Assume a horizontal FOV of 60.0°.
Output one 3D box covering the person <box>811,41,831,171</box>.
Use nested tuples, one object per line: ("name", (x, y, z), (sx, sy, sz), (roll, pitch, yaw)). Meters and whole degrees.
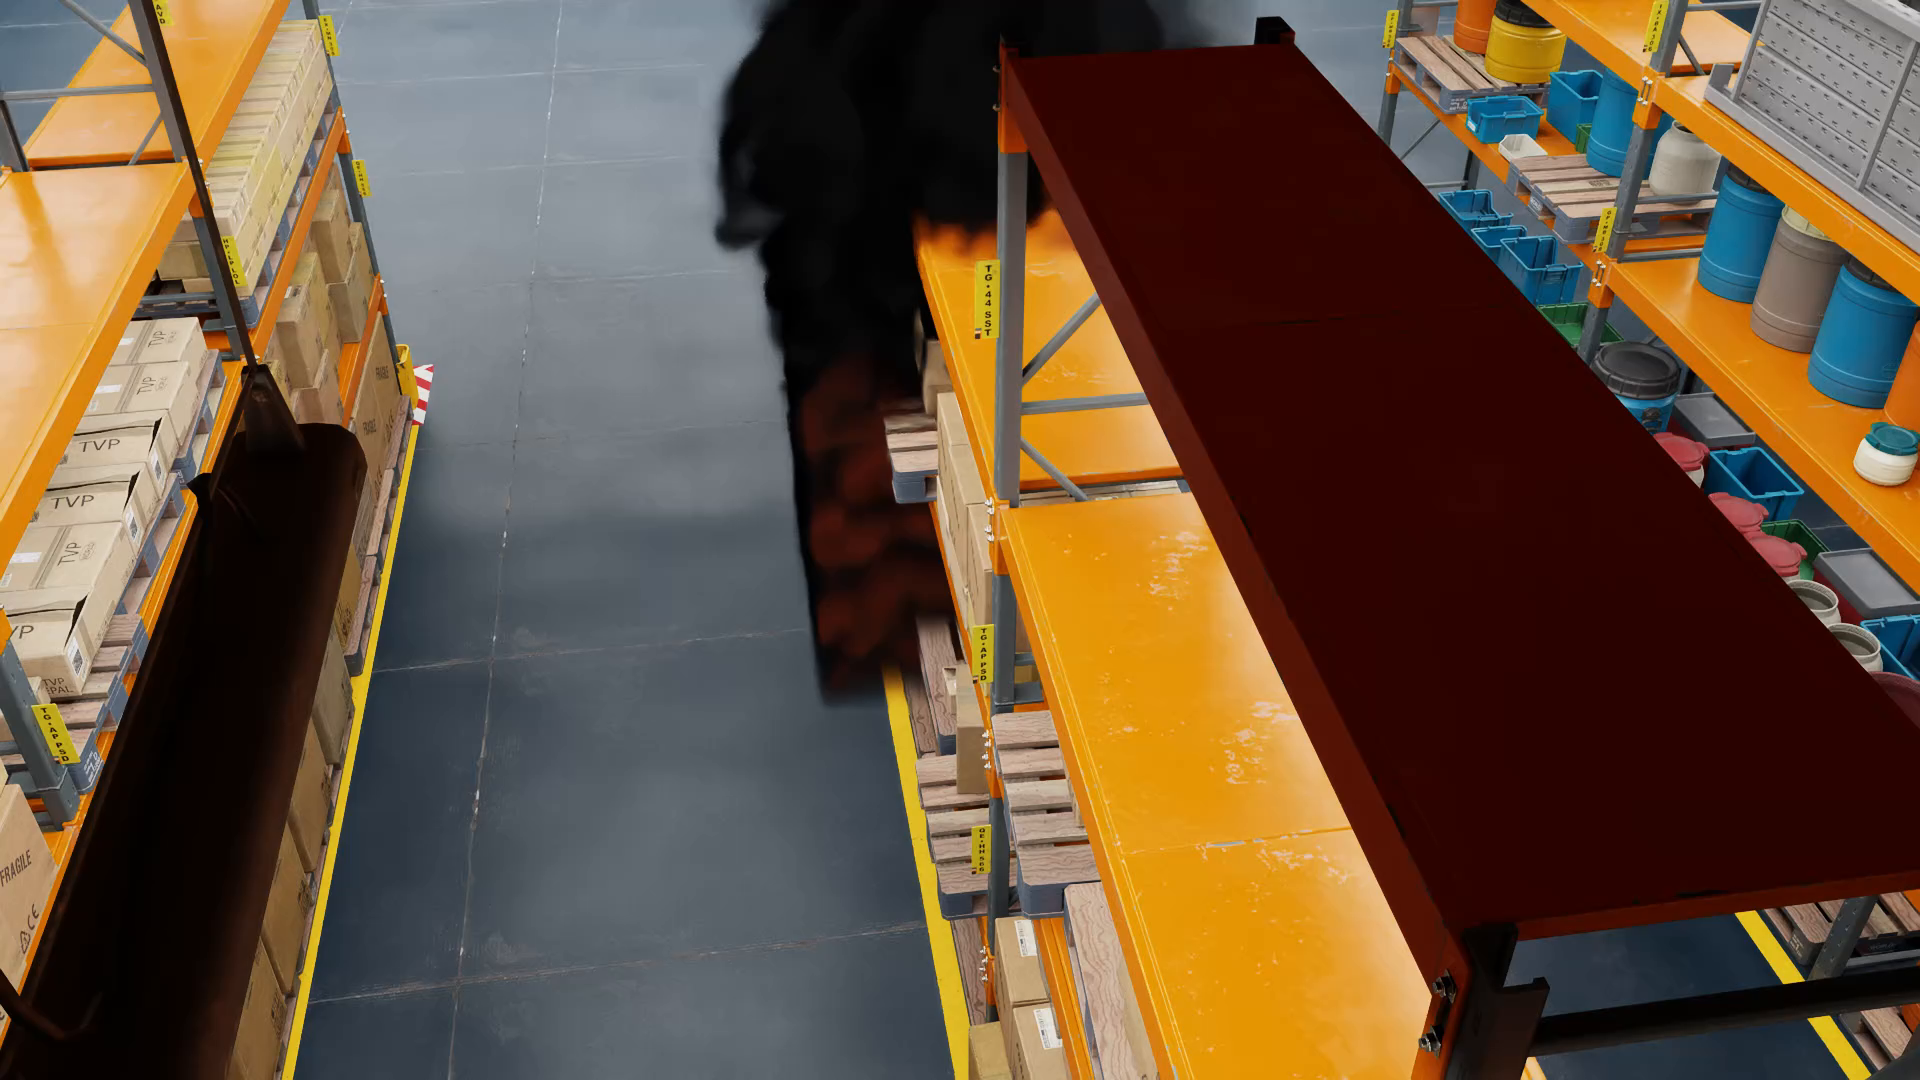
("person", (-1.360, -4.859, 18.726), (0.750, 1.586, 0.558), (13, 38, 17))
